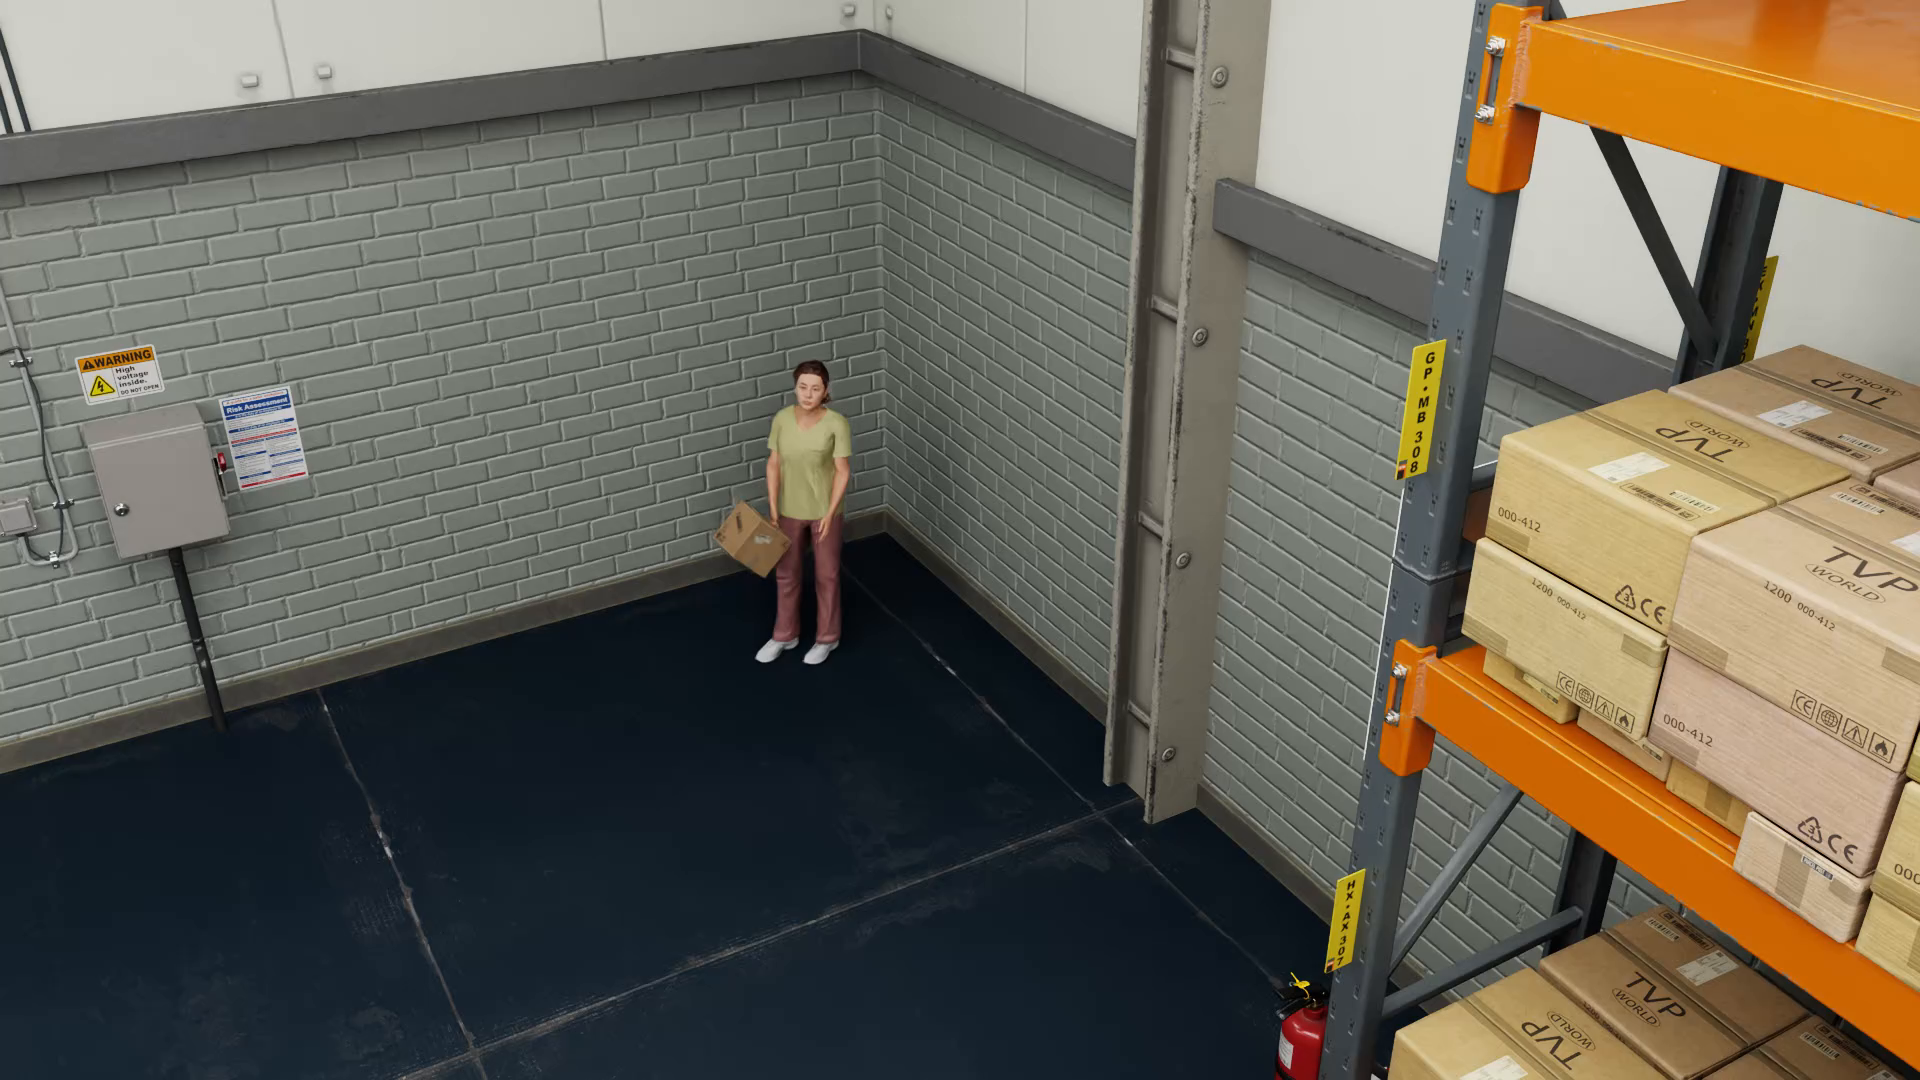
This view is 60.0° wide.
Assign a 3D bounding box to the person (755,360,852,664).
[{"bbox_3d":[-0.830,-0.137,8.783,0.530,1.682,0.466,4,29,8],"label":"person"}]
